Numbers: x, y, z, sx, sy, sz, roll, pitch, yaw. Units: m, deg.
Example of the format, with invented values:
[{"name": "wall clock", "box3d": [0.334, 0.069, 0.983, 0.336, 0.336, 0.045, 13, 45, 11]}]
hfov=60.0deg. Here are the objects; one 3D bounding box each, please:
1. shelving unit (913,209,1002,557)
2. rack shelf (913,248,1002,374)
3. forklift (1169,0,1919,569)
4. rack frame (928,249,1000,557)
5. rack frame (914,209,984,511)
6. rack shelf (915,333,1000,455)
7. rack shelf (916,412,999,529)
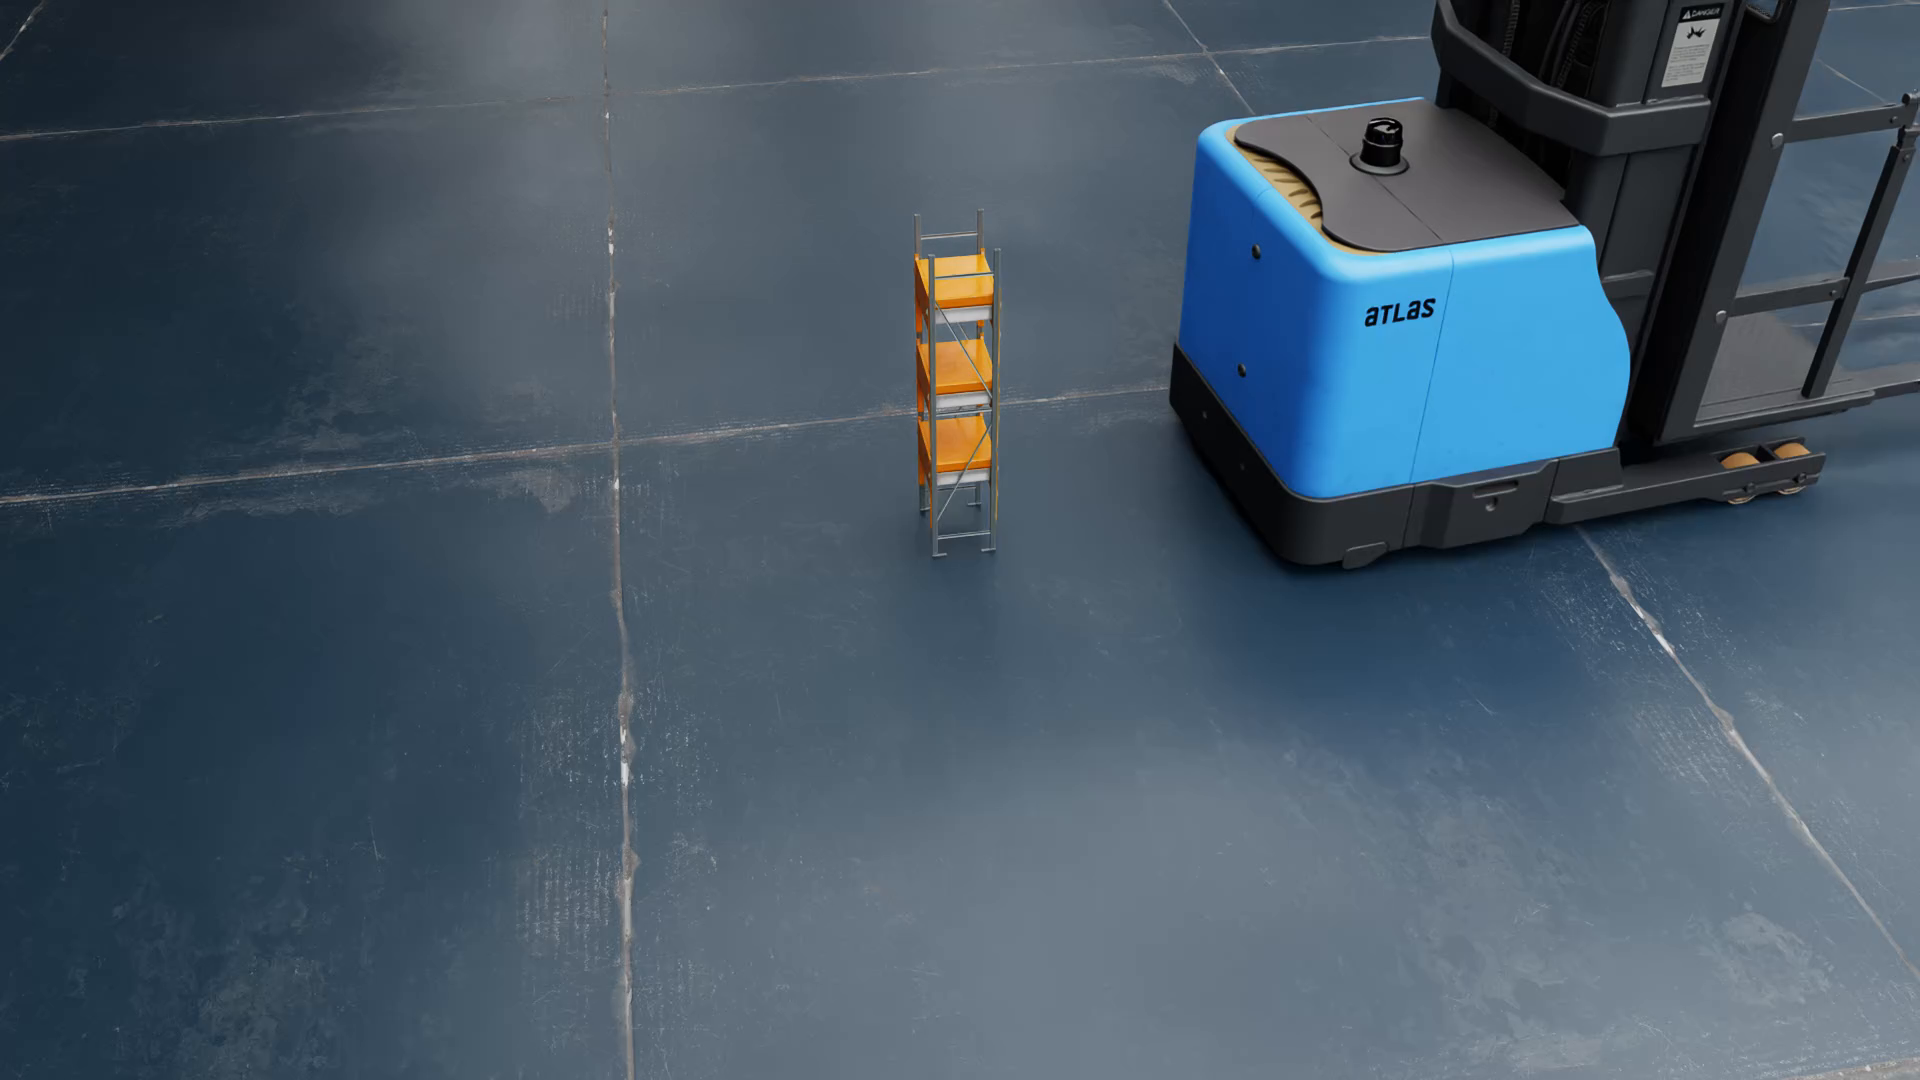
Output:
[{"name": "shelving unit", "box3d": [-0.009, -0.447, 4.970, 0.215, 1.050, 0.252, -6, 38, -8]}, {"name": "rack shelf", "box3d": [-0.009, -0.663, 4.802, 0.215, 0.259, 0.240, -6, 38, -8]}, {"name": "forklift", "box3d": [2.298, -1.576, 4.889, 3.031, 2.935, 1.130, -10, 39, -13]}, {"name": "rack frame", "box3d": [0.012, -0.373, 4.875, 0.200, 1.050, 0.008, -6, 38, -8]}, {"name": "rack frame", "box3d": [-0.031, -0.521, 5.064, 0.200, 1.050, 0.008, -6, 38, -8]}, {"name": "rack shelf", "box3d": [-0.009, -0.439, 4.976, 0.215, 0.259, 0.240, -6, 38, -8]}, {"name": "rack shelf", "box3d": [-0.009, -0.219, 5.147, 0.215, 0.259, 0.240, -6, 38, -8]}]
